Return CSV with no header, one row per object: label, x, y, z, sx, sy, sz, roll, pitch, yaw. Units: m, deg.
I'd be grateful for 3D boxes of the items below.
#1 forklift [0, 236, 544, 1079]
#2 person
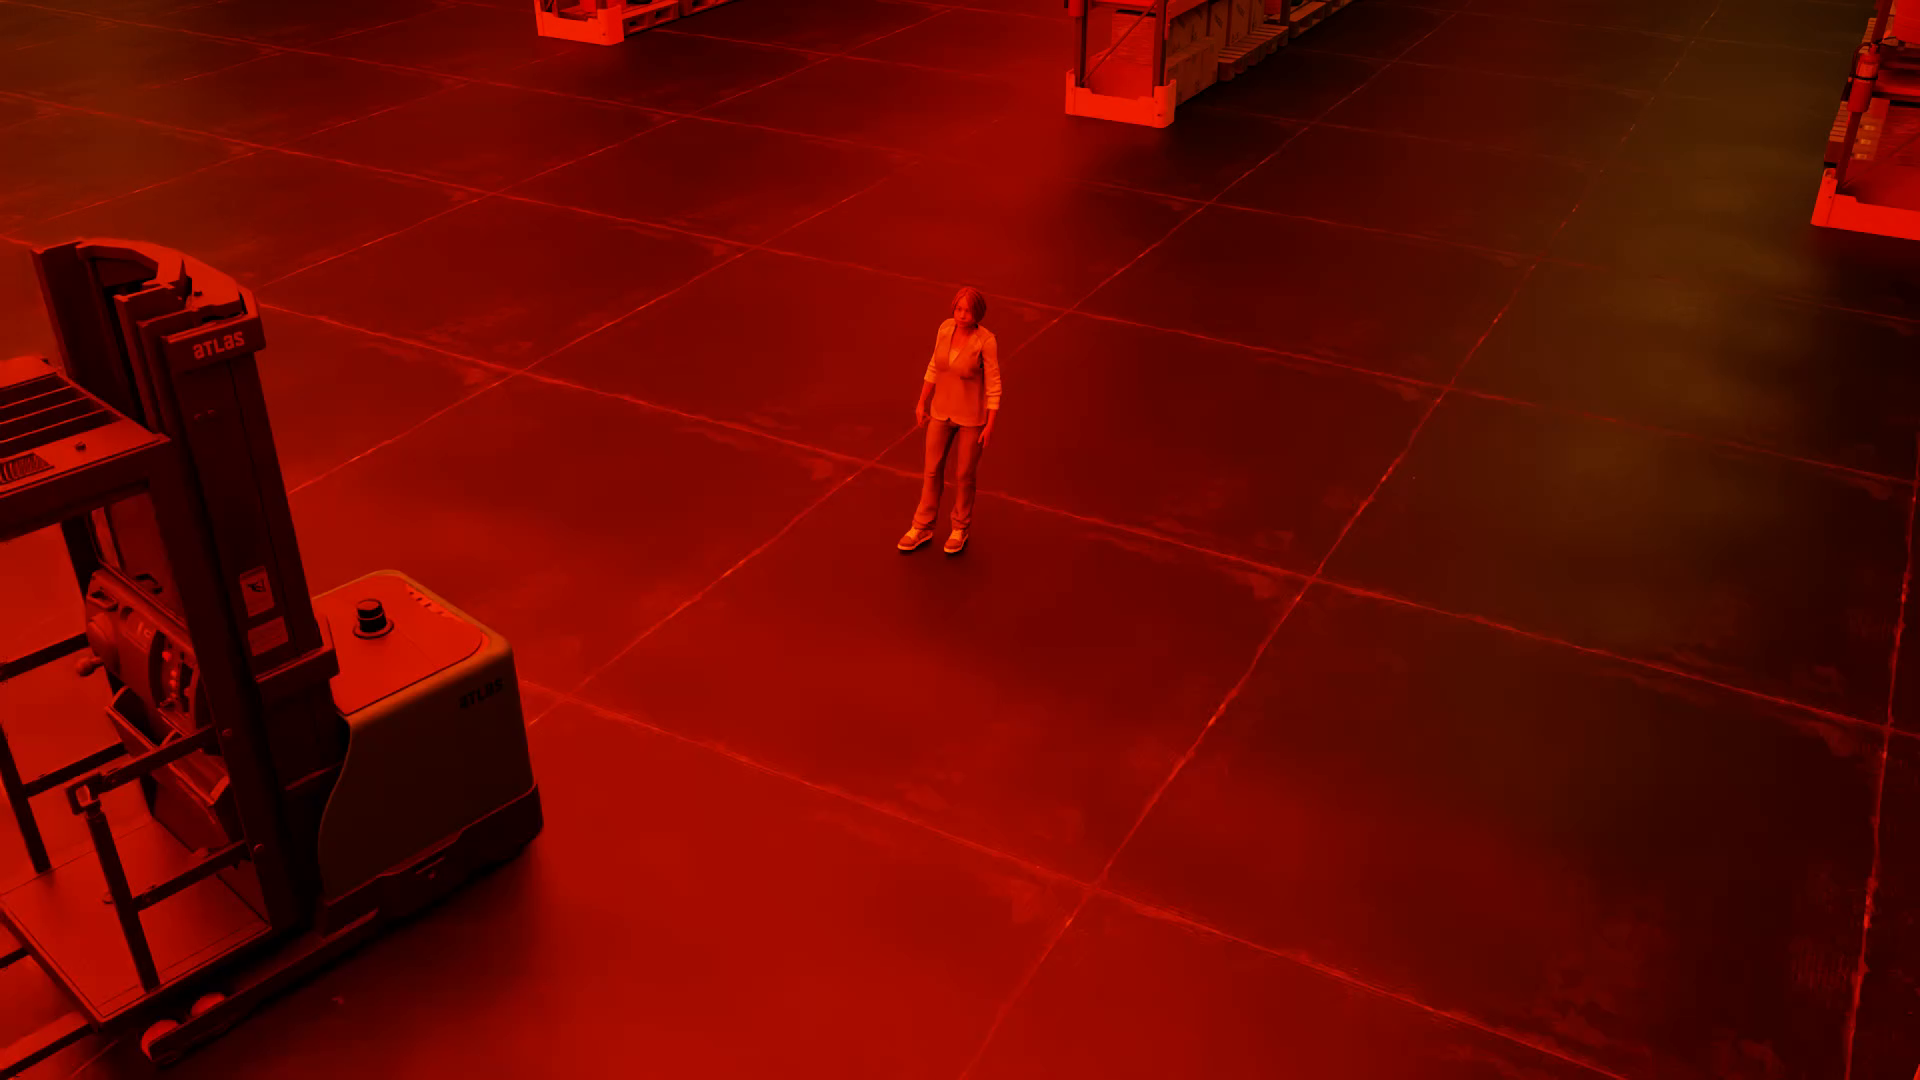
forklift,-3.268,0.479,6.241,1.130,2.935,3.031,24,38,36
person,-0.048,-0.669,9.550,0.520,1.597,0.475,15,33,25
